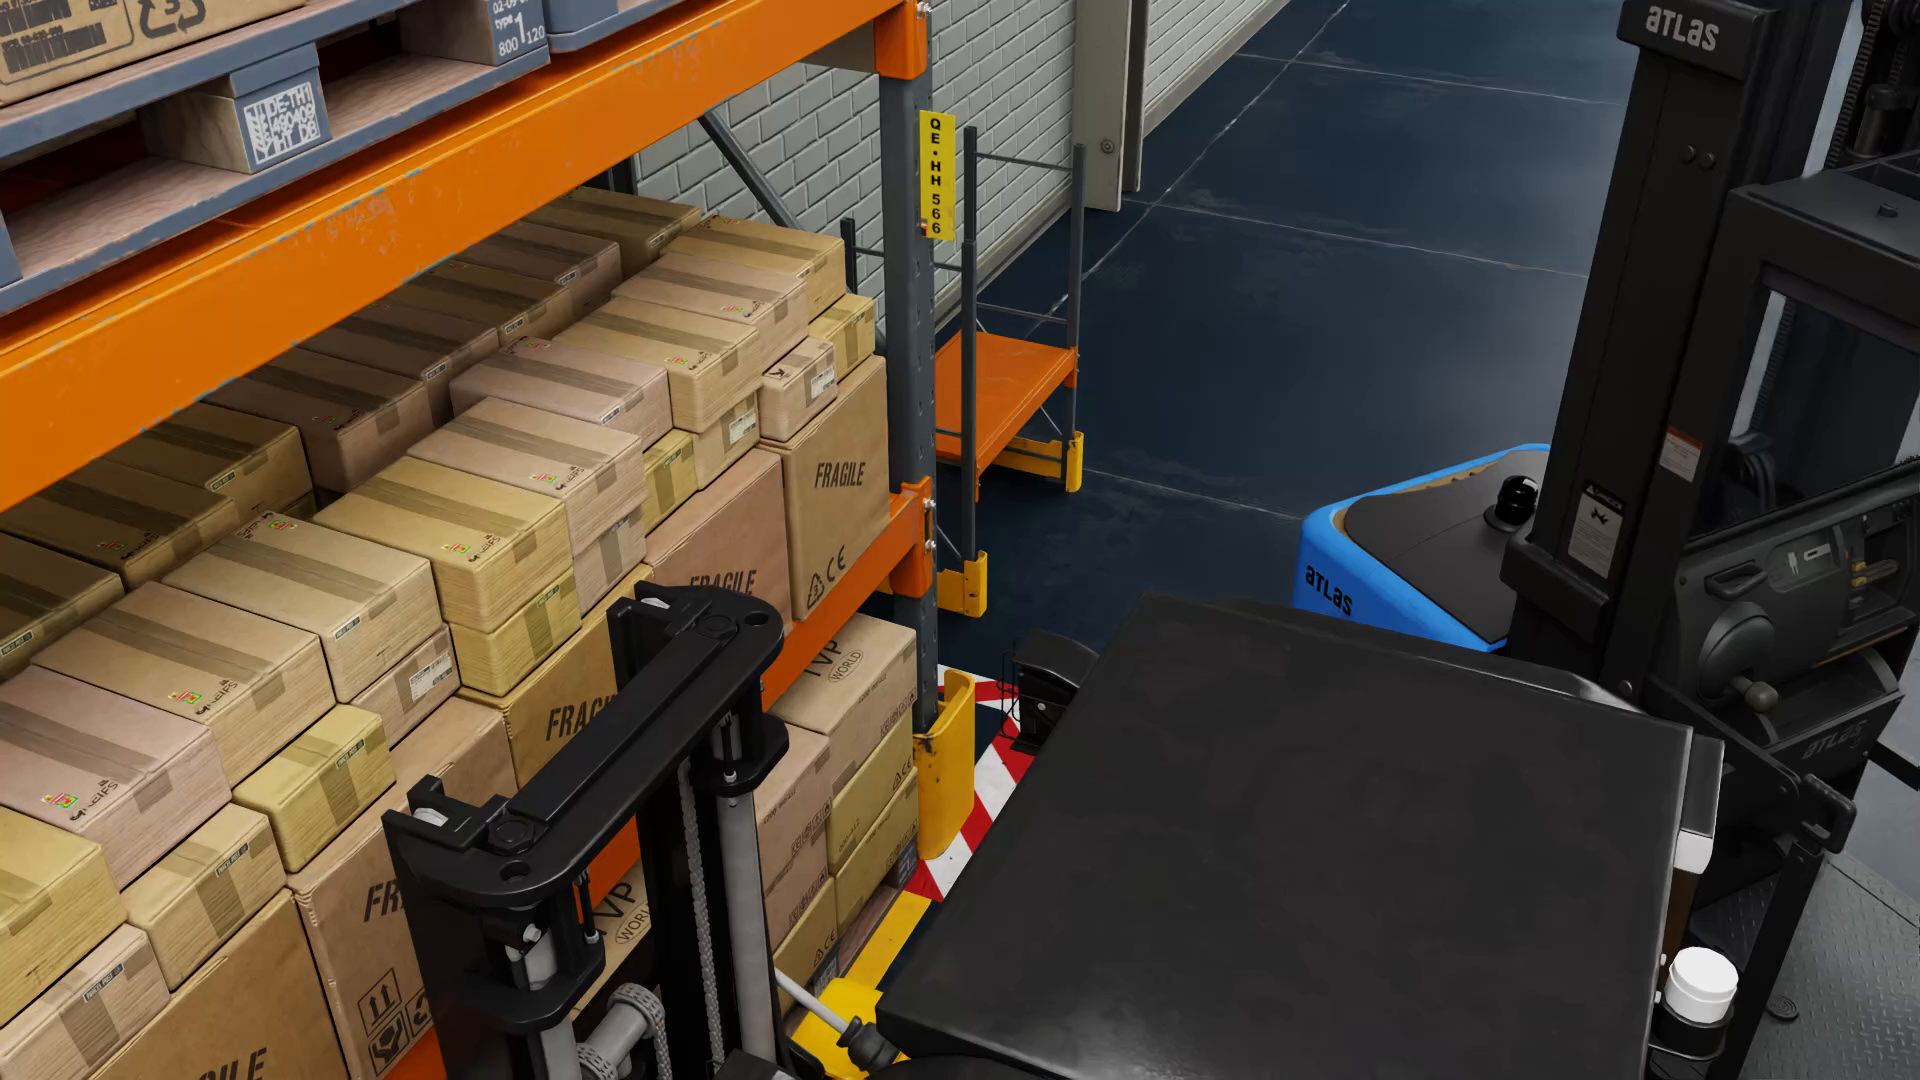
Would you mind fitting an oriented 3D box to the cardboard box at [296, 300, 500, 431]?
[{"bbox_3d":[-1.234,-0.387,3.651,0.380,0.149,0.250,14,36,21],"label":"cardboard box"}]

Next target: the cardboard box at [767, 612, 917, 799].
[{"bbox_3d":[-0.454,0.412,4.599,0.500,0.250,0.500,15,36,22],"label":"cardboard box"}]

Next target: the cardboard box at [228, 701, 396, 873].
[{"bbox_3d":[-1.181,0.370,2.768,0.380,0.149,0.250,13,36,20],"label":"cardboard box"}]

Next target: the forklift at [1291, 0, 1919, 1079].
[{"bbox_3d":[2.129,0.181,3.802,1.130,2.935,3.031,-16,37,-23],"label":"forklift"}]

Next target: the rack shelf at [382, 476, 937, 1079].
[{"bbox_3d":[-1.382,0.852,3.372,1.077,0.370,4.000,14,36,20],"label":"rack shelf"}]

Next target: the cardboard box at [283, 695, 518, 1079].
[{"bbox_3d":[-1.152,0.583,3.034,0.500,0.500,0.500,14,36,21],"label":"cardboard box"}]

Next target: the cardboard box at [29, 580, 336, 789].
[{"bbox_3d":[-1.261,0.231,2.708,0.380,0.149,0.250,14,36,21],"label":"cardboard box"}]

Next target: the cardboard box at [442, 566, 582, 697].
[{"bbox_3d":[-0.950,0.123,3.144,0.380,0.149,0.250,14,36,21],"label":"cardboard box"}]

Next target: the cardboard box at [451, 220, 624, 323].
[{"bbox_3d":[-1.048,-0.646,4.046,0.380,0.149,0.250,15,36,22],"label":"cardboard box"}]

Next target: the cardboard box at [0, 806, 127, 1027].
[{"bbox_3d":[-1.405,0.499,2.300,0.380,0.149,0.250,14,36,20],"label":"cardboard box"}]

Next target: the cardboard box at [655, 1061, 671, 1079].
[{"bbox_3d":[-0.881,1.143,3.939,0.500,0.250,0.500,13,36,19],"label":"cardboard box"}]

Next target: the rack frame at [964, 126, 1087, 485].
[{"bbox_3d":[0.248,-0.923,6.790,0.500,1.500,0.032,14,36,20],"label":"rack frame"}]

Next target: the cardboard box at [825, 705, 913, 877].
[{"bbox_3d":[-0.465,0.634,4.716,0.500,0.250,0.500,14,36,20],"label":"cardboard box"}]

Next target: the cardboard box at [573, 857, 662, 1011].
[{"bbox_3d":[-0.865,0.921,3.823,0.500,0.250,0.500,15,36,21],"label":"cardboard box"}]

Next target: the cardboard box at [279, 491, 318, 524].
[{"bbox_3d":[-1.525,-0.025,3.369,0.380,0.149,0.250,15,36,22],"label":"cardboard box"}]

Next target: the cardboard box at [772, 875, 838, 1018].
[{"bbox_3d":[-0.671,1.081,4.490,0.500,0.250,0.500,14,36,20],"label":"cardboard box"}]

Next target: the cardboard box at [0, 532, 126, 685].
[{"bbox_3d":[-1.660,0.132,2.859,0.380,0.149,0.250,15,36,22],"label":"cardboard box"}]

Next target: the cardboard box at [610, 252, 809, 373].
[{"bbox_3d":[-0.579,-0.526,3.863,0.380,0.149,0.250,14,36,21],"label":"cardboard box"}]

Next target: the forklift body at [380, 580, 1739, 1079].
[{"bbox_3d":[0.319,1.273,2.848,2.313,2.155,1.214,14,36,20],"label":"forklift body"}]

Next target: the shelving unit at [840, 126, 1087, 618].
[{"bbox_3d":[0.032,-0.665,6.397,0.587,1.500,1.083,14,36,20],"label":"shelving unit"}]

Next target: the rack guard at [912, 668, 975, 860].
[{"bbox_3d":[-0.535,0.588,5.397,1.175,0.500,0.348,14,36,20],"label":"rack guard"}]

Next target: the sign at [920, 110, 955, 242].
[{"bbox_3d":[-0.058,-0.897,4.111,0.100,0.325,0.005,14,36,20],"label":"sign"}]

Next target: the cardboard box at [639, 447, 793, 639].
[{"bbox_3d":[-0.738,0.075,3.810,0.500,0.500,0.500,15,36,22],"label":"cardboard box"}]

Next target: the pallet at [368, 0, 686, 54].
[{"bbox_3d":[-0.864,-1.316,3.367,1.003,0.211,1.213,14,36,20],"label":"pallet"}]

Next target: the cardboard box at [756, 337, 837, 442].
[{"bbox_3d":[-0.516,-0.387,3.922,0.380,0.149,0.250,15,36,21],"label":"cardboard box"}]

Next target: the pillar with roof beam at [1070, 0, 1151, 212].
[{"bbox_3d":[4.765,-4.815,5.886,9.100,9.000,0.400,14,36,20],"label":"pillar with roof beam"}]

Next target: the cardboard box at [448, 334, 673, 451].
[{"bbox_3d":[-0.835,-0.282,3.491,0.380,0.149,0.250,14,36,21],"label":"cardboard box"}]

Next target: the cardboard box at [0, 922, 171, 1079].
[{"bbox_3d":[-1.374,0.634,2.365,0.380,0.149,0.250,14,36,20],"label":"cardboard box"}]

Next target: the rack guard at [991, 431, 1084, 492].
[{"bbox_3d":[0.240,-0.391,7.118,0.587,0.250,0.087,14,36,20],"label":"rack guard"}]

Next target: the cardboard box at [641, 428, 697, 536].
[{"bbox_3d":[-0.794,-0.151,3.562,0.380,0.149,0.250,14,36,20],"label":"cardboard box"}]

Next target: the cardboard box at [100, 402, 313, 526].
[{"bbox_3d":[-1.521,-0.142,3.277,0.380,0.149,0.250,13,36,19],"label":"cardboard box"}]

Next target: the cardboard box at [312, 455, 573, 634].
[{"bbox_3d":[-0.946,0.003,3.056,0.380,0.149,0.250,15,36,21],"label":"cardboard box"}]
